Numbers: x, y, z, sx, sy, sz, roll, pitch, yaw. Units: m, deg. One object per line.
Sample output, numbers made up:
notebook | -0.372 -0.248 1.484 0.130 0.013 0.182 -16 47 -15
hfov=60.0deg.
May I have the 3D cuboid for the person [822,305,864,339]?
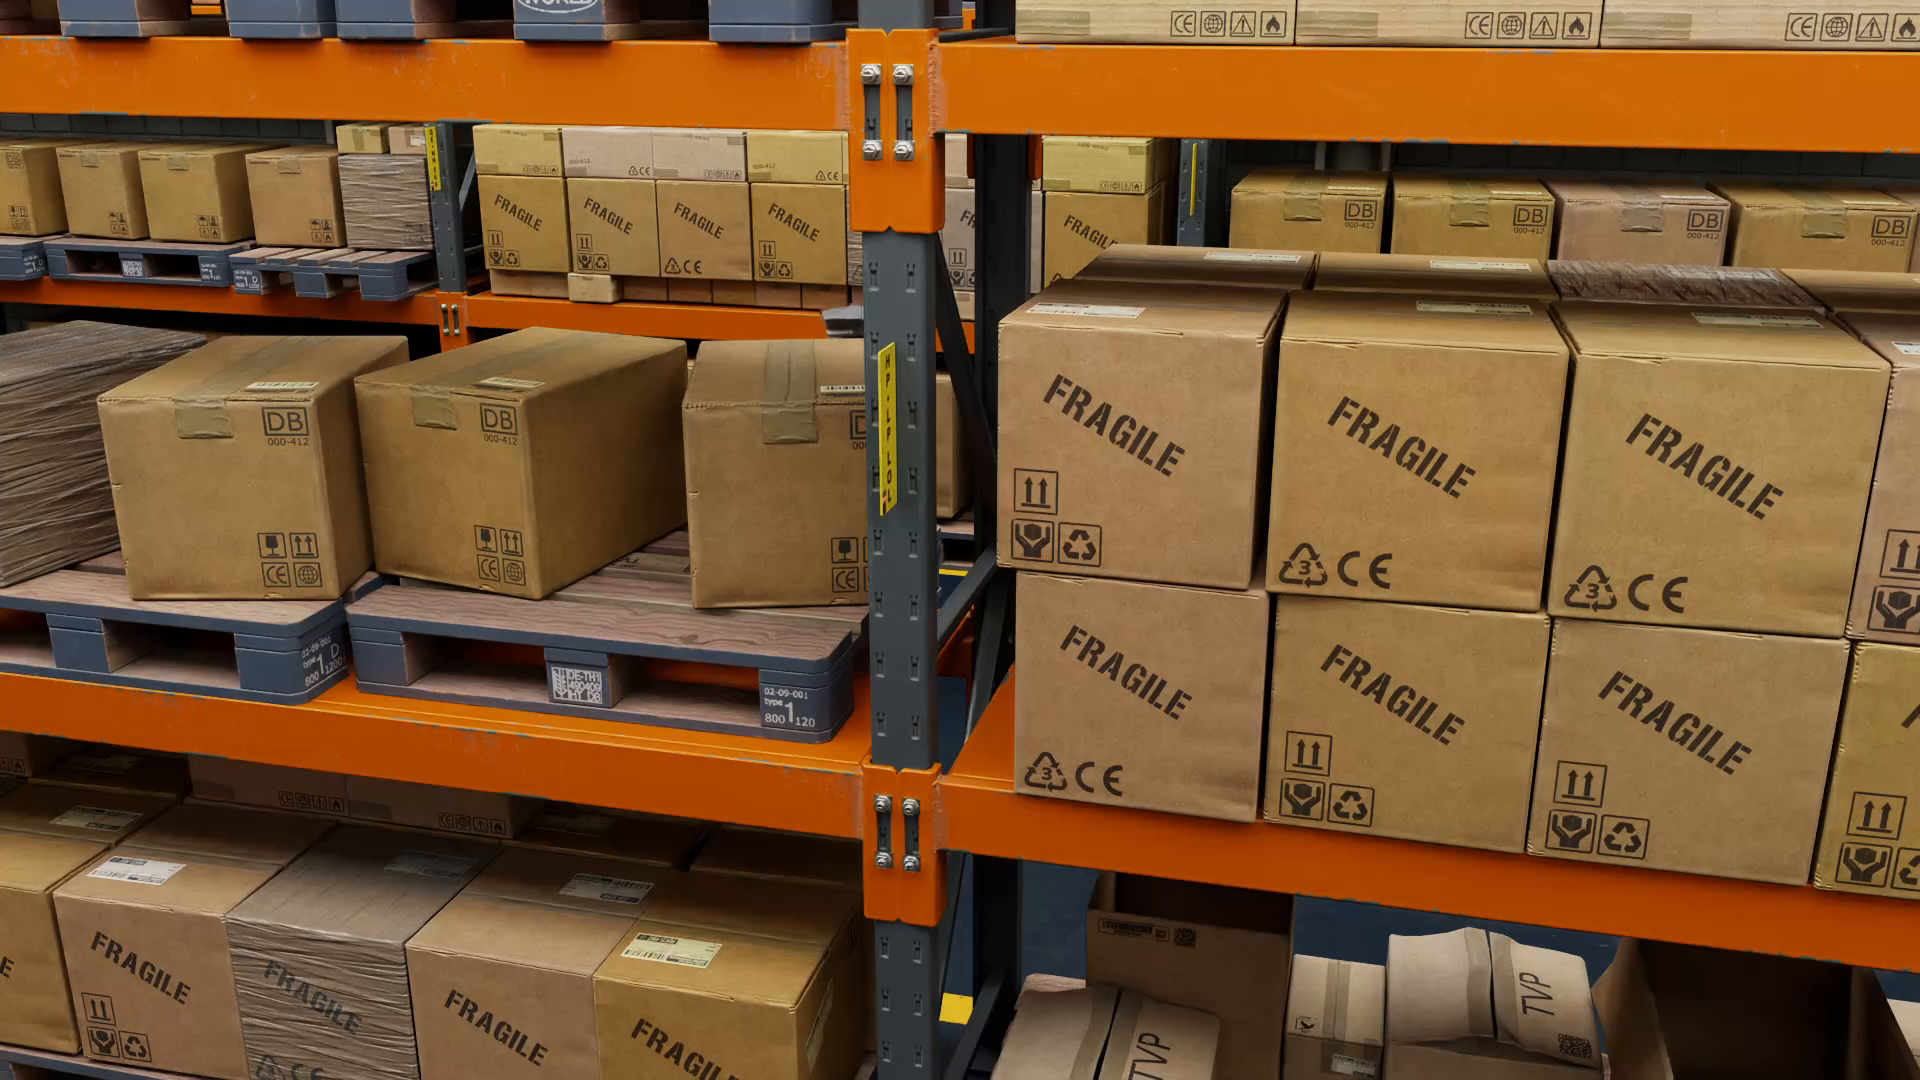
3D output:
person | -0.433 -0.173 7.091 0.327 1.661 0.471 5 19 15
